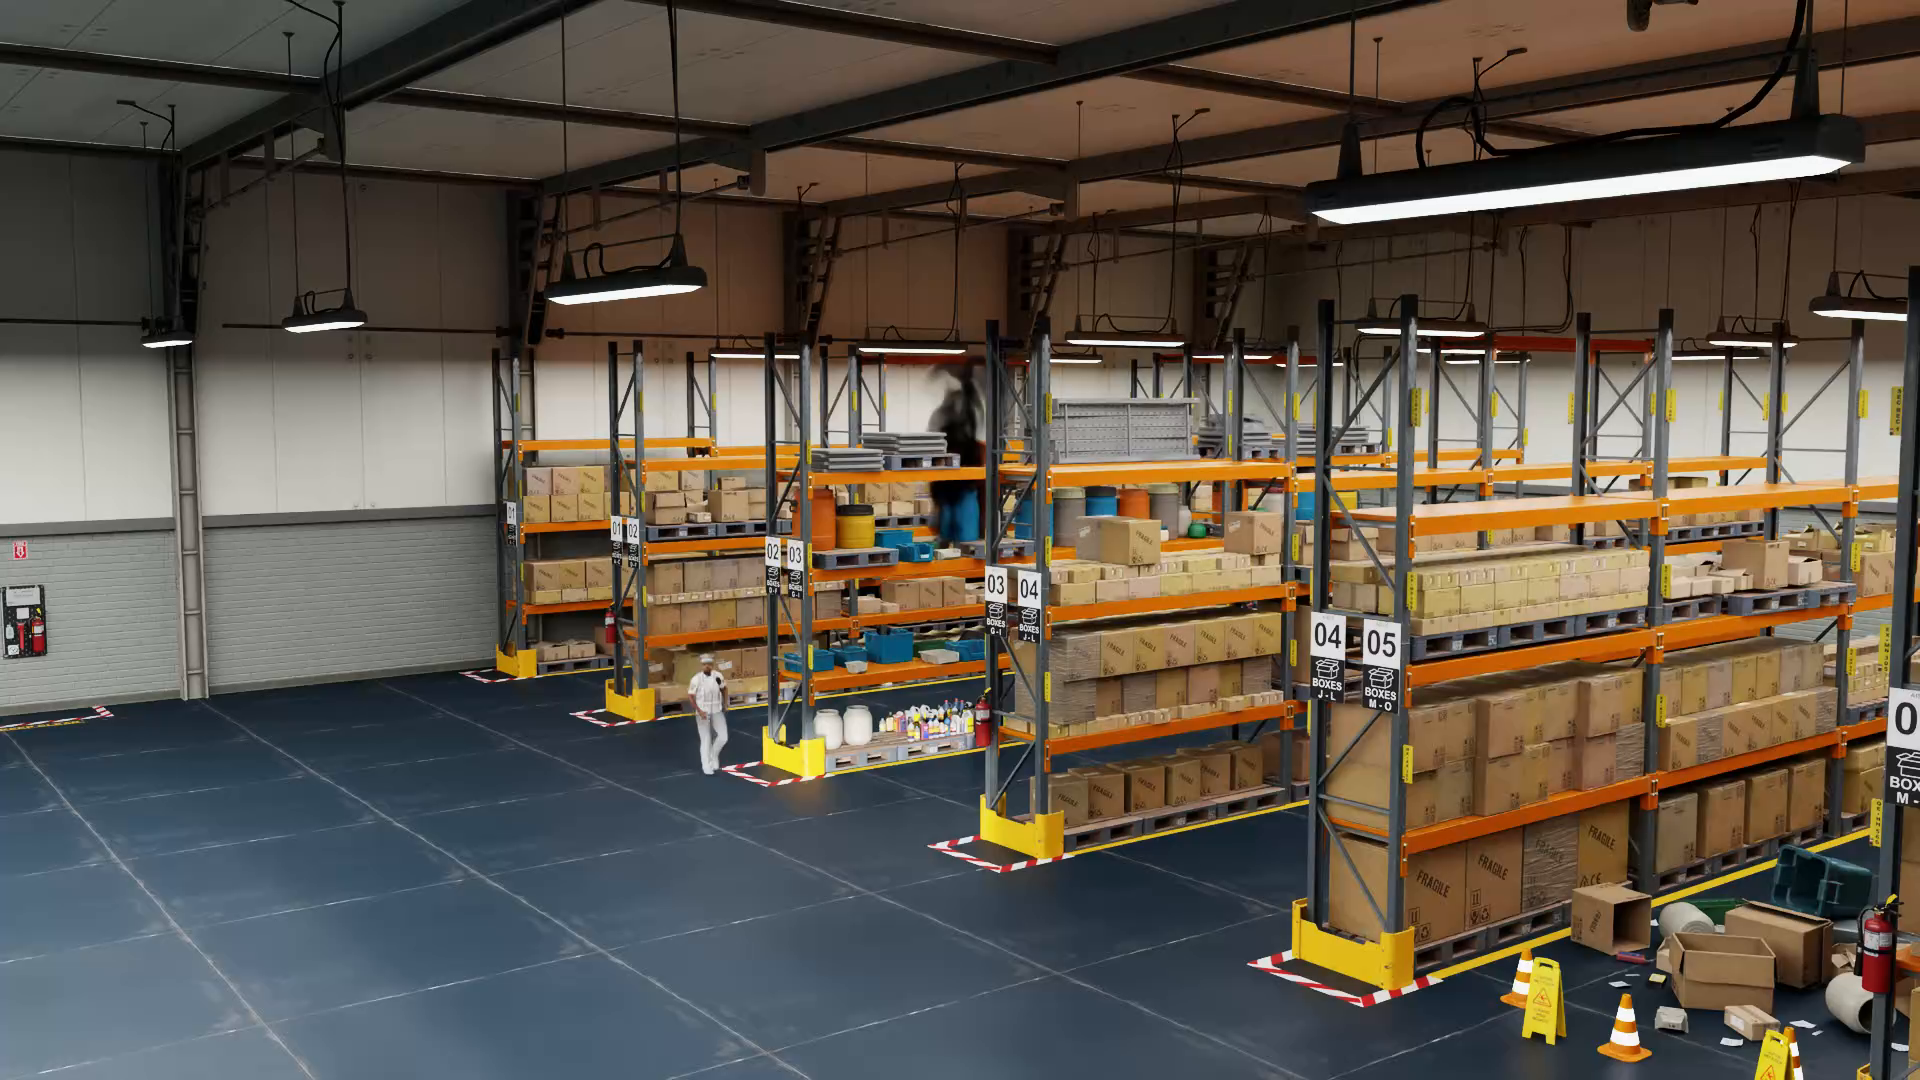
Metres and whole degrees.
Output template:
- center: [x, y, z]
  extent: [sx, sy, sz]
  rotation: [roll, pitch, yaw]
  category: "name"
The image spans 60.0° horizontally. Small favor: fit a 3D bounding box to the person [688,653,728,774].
- center: [-3.380, 2.358, 22.582]
  extent: [0.598, 1.665, 0.552]
  rotation: [-3, 6, -27]
  category: "person"
